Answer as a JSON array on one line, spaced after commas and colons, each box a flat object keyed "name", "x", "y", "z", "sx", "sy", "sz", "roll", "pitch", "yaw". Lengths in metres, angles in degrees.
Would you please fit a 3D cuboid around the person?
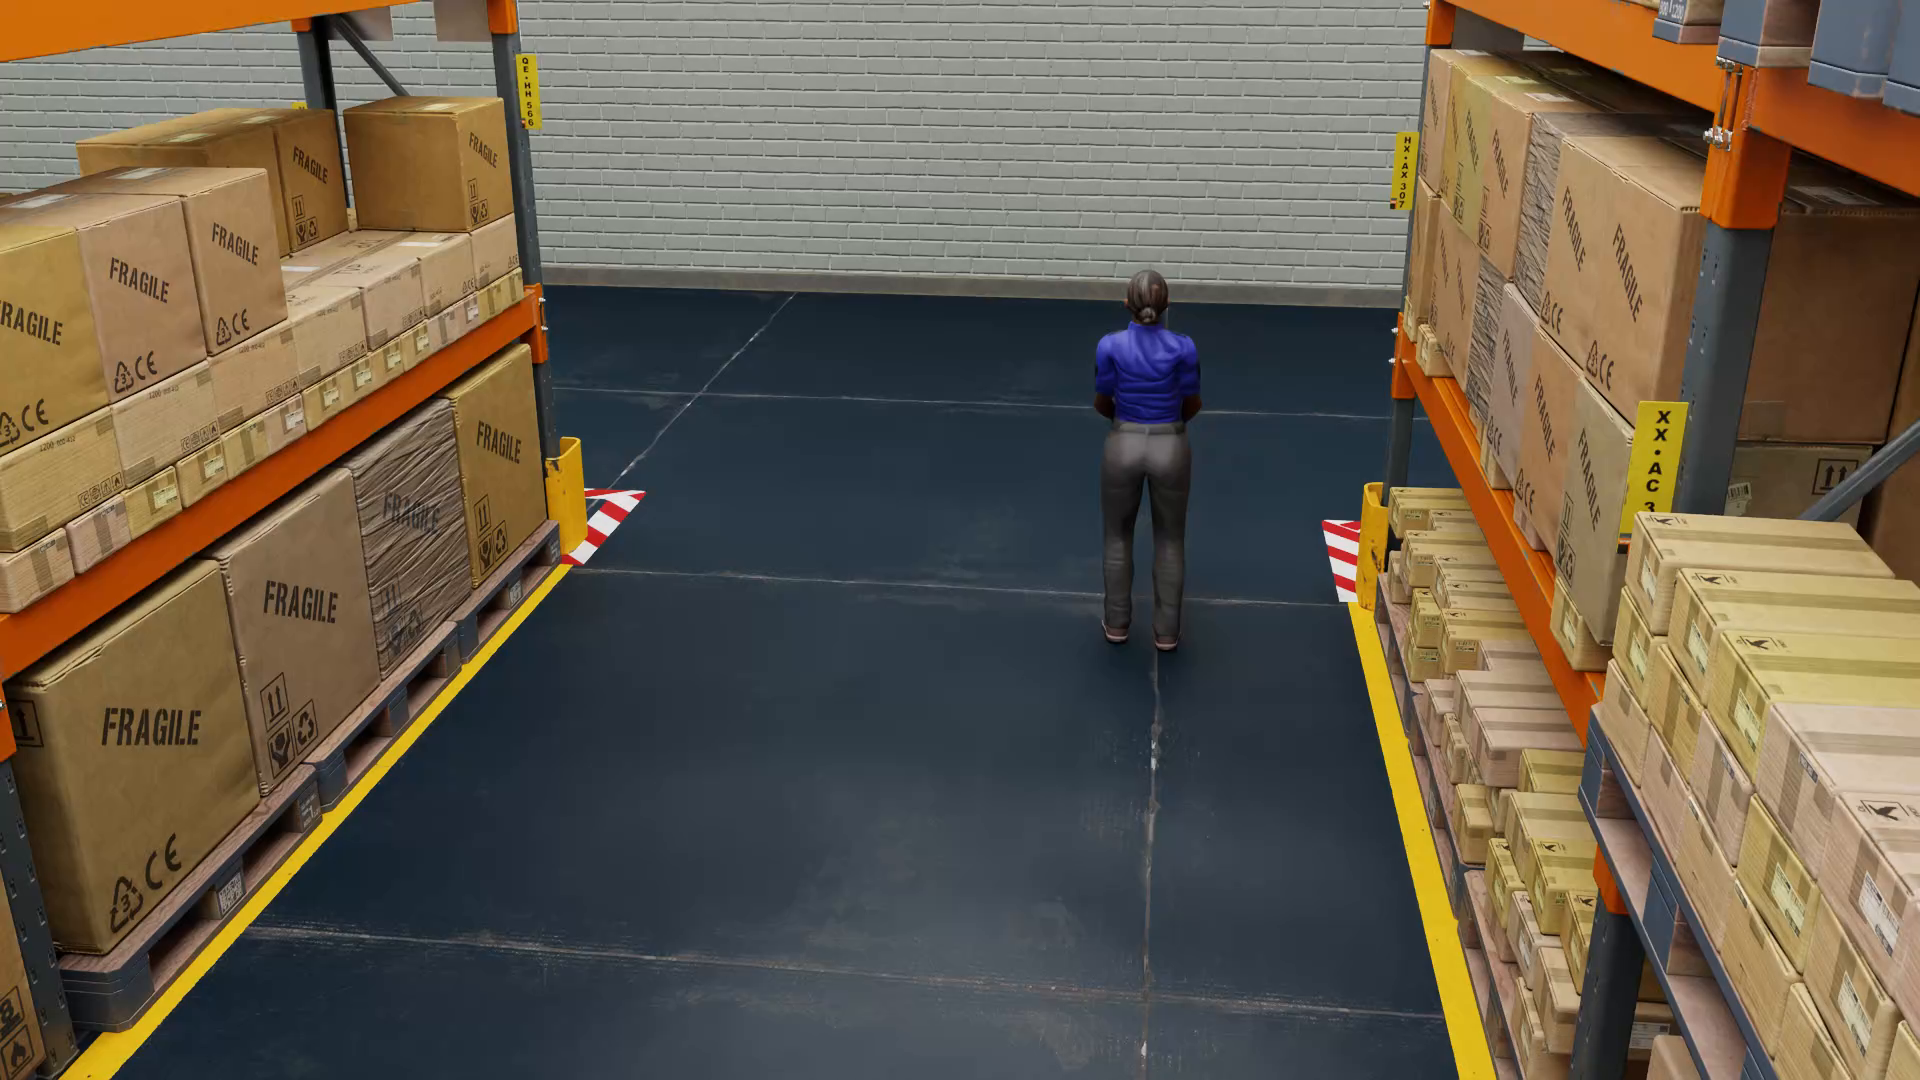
[{"name": "person", "x": 0.772, "y": -0.348, "z": 6.982, "sx": 0.520, "sy": 1.654, "sz": 0.393, "roll": 2, "pitch": 21, "yaw": 5}]
